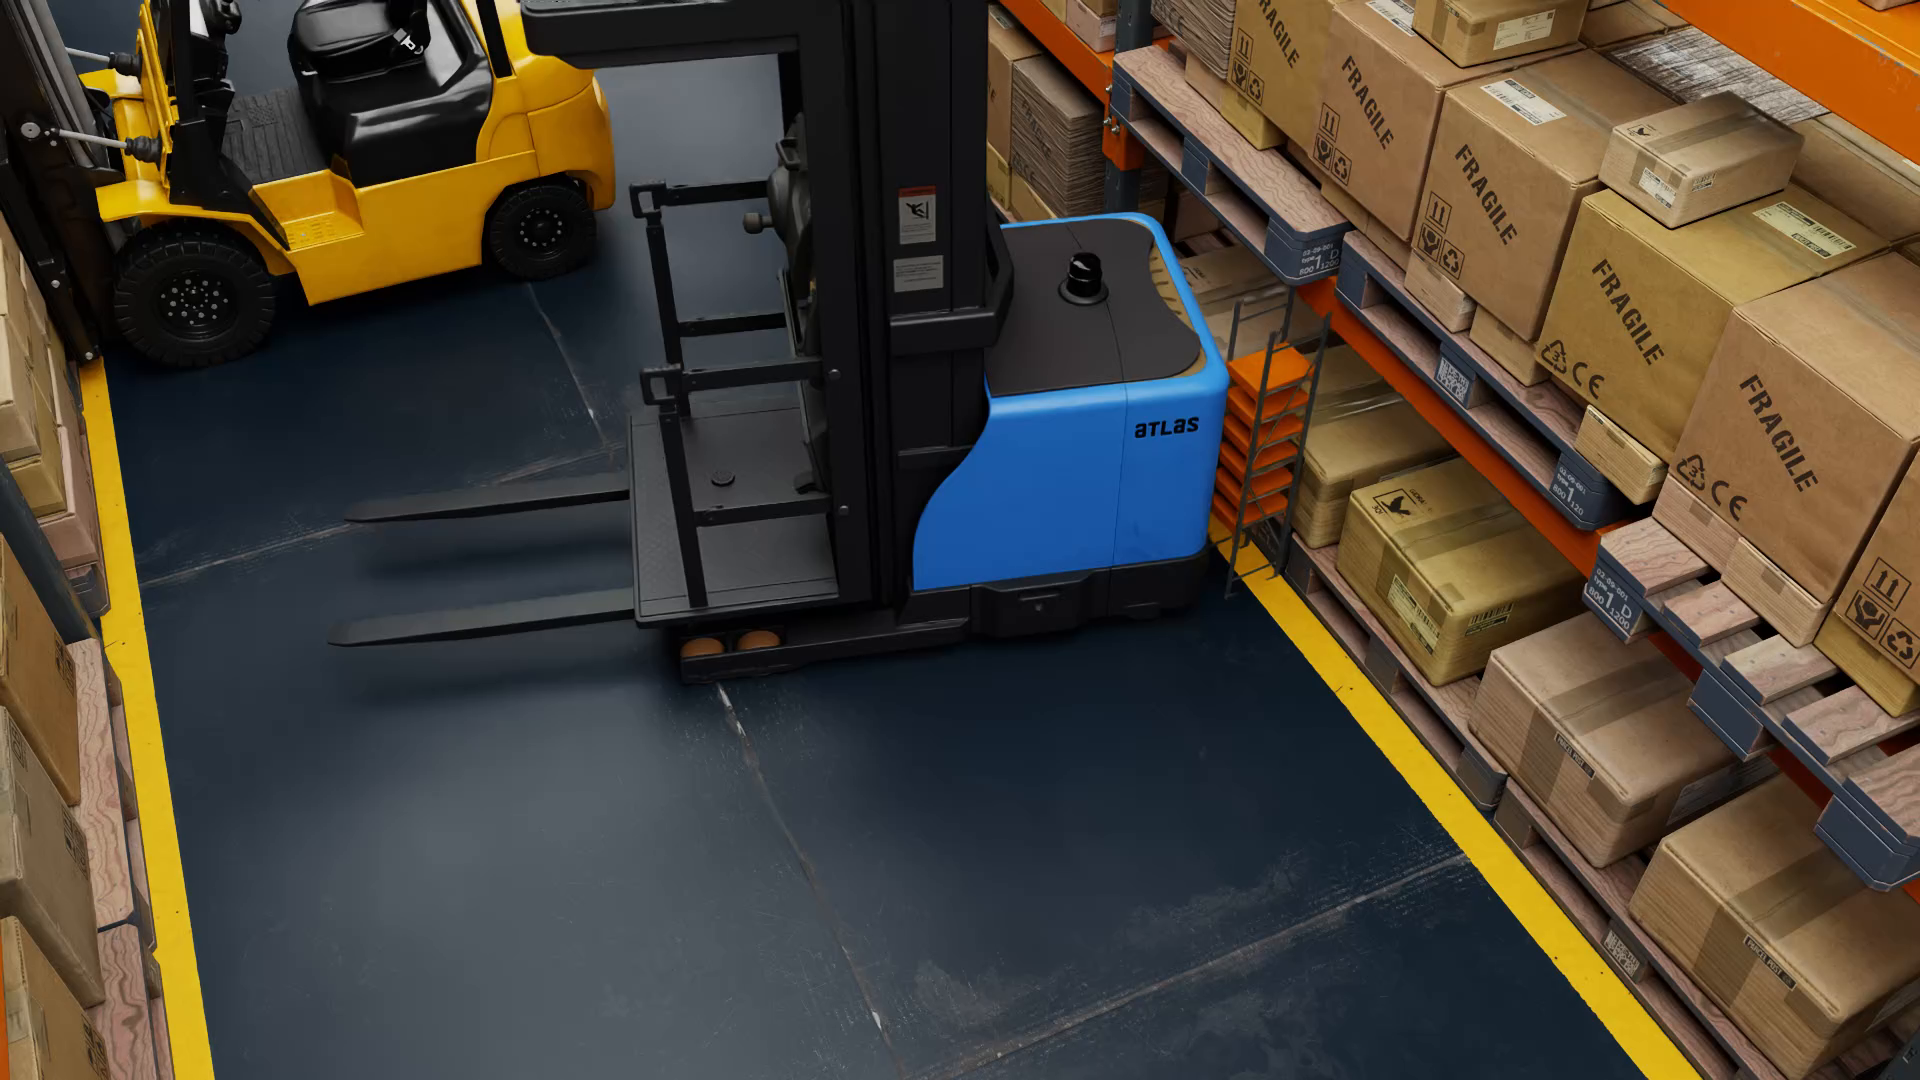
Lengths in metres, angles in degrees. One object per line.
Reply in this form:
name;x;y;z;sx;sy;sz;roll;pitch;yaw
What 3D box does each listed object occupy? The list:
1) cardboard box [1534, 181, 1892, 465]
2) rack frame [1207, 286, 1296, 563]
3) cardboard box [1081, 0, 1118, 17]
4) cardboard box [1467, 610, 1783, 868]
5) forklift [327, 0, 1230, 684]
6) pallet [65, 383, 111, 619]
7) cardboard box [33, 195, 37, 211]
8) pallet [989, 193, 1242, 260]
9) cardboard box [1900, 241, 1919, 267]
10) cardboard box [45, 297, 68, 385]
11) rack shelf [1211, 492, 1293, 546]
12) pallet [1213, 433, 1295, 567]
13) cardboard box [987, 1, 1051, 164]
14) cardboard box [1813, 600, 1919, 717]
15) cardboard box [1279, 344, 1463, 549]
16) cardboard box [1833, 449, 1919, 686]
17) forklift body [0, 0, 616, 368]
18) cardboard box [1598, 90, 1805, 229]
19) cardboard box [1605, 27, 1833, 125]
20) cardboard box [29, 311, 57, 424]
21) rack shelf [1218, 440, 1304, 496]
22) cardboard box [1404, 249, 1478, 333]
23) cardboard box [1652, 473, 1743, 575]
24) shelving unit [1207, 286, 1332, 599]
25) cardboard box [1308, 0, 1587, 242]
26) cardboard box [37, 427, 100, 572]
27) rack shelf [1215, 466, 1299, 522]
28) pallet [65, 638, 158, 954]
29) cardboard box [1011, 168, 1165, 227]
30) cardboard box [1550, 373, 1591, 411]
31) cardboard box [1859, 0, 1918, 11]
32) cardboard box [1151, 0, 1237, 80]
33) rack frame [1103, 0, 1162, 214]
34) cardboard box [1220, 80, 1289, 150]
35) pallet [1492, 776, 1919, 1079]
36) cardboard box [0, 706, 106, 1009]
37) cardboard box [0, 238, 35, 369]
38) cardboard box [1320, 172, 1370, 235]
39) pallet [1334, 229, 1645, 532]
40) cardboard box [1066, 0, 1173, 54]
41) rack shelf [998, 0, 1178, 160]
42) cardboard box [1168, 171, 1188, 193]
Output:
cardboard box;1.841;-0.584;4.124;0.500;0.500;0.500;-21;48;-20
rack frame;0.981;-0.369;5.768;0.240;1.200;0.006;-21;48;-20
cardboard box;0.631;-2.338;6.201;0.500;0.500;0.500;-19;48;-18
cardboard box;2.179;0.517;5.162;0.950;0.372;0.625;-19;48;-18
forklift;-0.691;-0.949;5.125;3.031;2.935;1.130;-7;45;-7
pallet;-3.755;-0.045;6.146;1.003;0.211;1.213;-18;47;-17
cardboard box;-4.215;-1.553;6.991;0.500;0.250;0.500;-19;48;-18
pallet;0.729;-1.412;7.531;1.003;0.211;1.213;-18;47;-17
cardboard box;2.521;-0.414;3.952;0.500;0.500;0.500;-16;47;-15
cardboard box;-3.819;-0.737;6.520;0.500;0.250;0.500;-17;47;-17
rack shelf;1.023;-0.110;5.910;0.258;0.103;0.180;-21;48;-20
pallet;1.372;-0.499;6.605;1.003;0.211;1.213;-18;47;-17
cardboard box;0.336;-2.046;7.313;0.500;0.500;0.500;-17;47;-17
cardboard box;2.196;0.213;3.778;0.380;0.149;0.250;-17;47;-17
cardboard box;1.572;-0.411;6.102;0.950;0.372;0.625;-15;47;-15
cardboard box;2.282;0.063;3.468;0.500;0.500;0.500;-19;48;-19
forklift body;-2.688;-2.096;6.843;2.313;2.155;1.214;-18;47;-17
cardboard box;1.781;-0.919;4.002;0.380;0.149;0.250;-20;48;-19
cardboard box;2.088;-1.072;4.618;0.500;0.500;0.500;-20;48;-19
cardboard box;-3.596;-0.587;6.012;0.500;0.250;0.500;-18;47;-18
rack shelf;1.025;-0.281;5.742;0.258;0.103;0.180;-21;48;-20
cardboard box;1.512;-0.763;4.767;0.380;0.149;0.250;-16;47;-16
cardboard box;1.950;-0.097;4.093;0.380;0.149;0.250;-20;48;-19
shelving unit;1.025;-0.313;5.711;0.258;1.200;0.189;-21;48;-20
cardboard box;1.387;-1.256;4.806;0.500;0.500;0.500;-18;47;-18
cardboard box;-3.362;-0.096;5.870;0.500;0.250;0.500;-18;47;-17
rack shelf;1.024;-0.195;5.826;0.258;0.103;0.180;-21;48;-20
pallet;-3.113;0.932;5.155;1.003;0.211;1.213;-18;47;-17
cardboard box;0.551;-1.455;7.248;0.500;0.250;0.500;-16;47;-16
cardboard box;1.831;-0.466;4.466;0.380;0.149;0.250;-18;47;-17
cardboard box;2.058;-1.506;3.432;0.797;0.503;0.637;-18;47;-17
cardboard box;0.980;-1.895;5.453;0.500;0.500;0.500;-17;47;-16
rack frame;1.043;-1.987;6.128;1.000;3.000;0.127;-18;47;-17
cardboard box;1.086;-1.440;5.454;0.380;0.149;0.250;-17;47;-17
pallet;2.398;1.056;5.029;1.003;0.211;1.213;-18;47;-17
cardboard box;-2.910;1.003;4.490;0.875;0.625;0.625;-18;48;-18
cardboard box;-3.583;-0.775;5.847;0.500;0.250;0.500;-18;47;-17
cardboard box;1.345;-1.106;5.115;0.380;0.149;0.250;-17;47;-17
pallet;1.856;-0.619;4.878;1.003;0.211;1.213;-18;47;-17
cardboard box;0.632;-2.012;6.333;0.380;0.149;0.250;-18;48;-18
rack shelf;0.202;-3.006;7.673;1.077;0.370;4.000;-18;47;-17
cardboard box;1.040;-1.880;7.145;0.500;0.500;0.500;-16;47;-16
